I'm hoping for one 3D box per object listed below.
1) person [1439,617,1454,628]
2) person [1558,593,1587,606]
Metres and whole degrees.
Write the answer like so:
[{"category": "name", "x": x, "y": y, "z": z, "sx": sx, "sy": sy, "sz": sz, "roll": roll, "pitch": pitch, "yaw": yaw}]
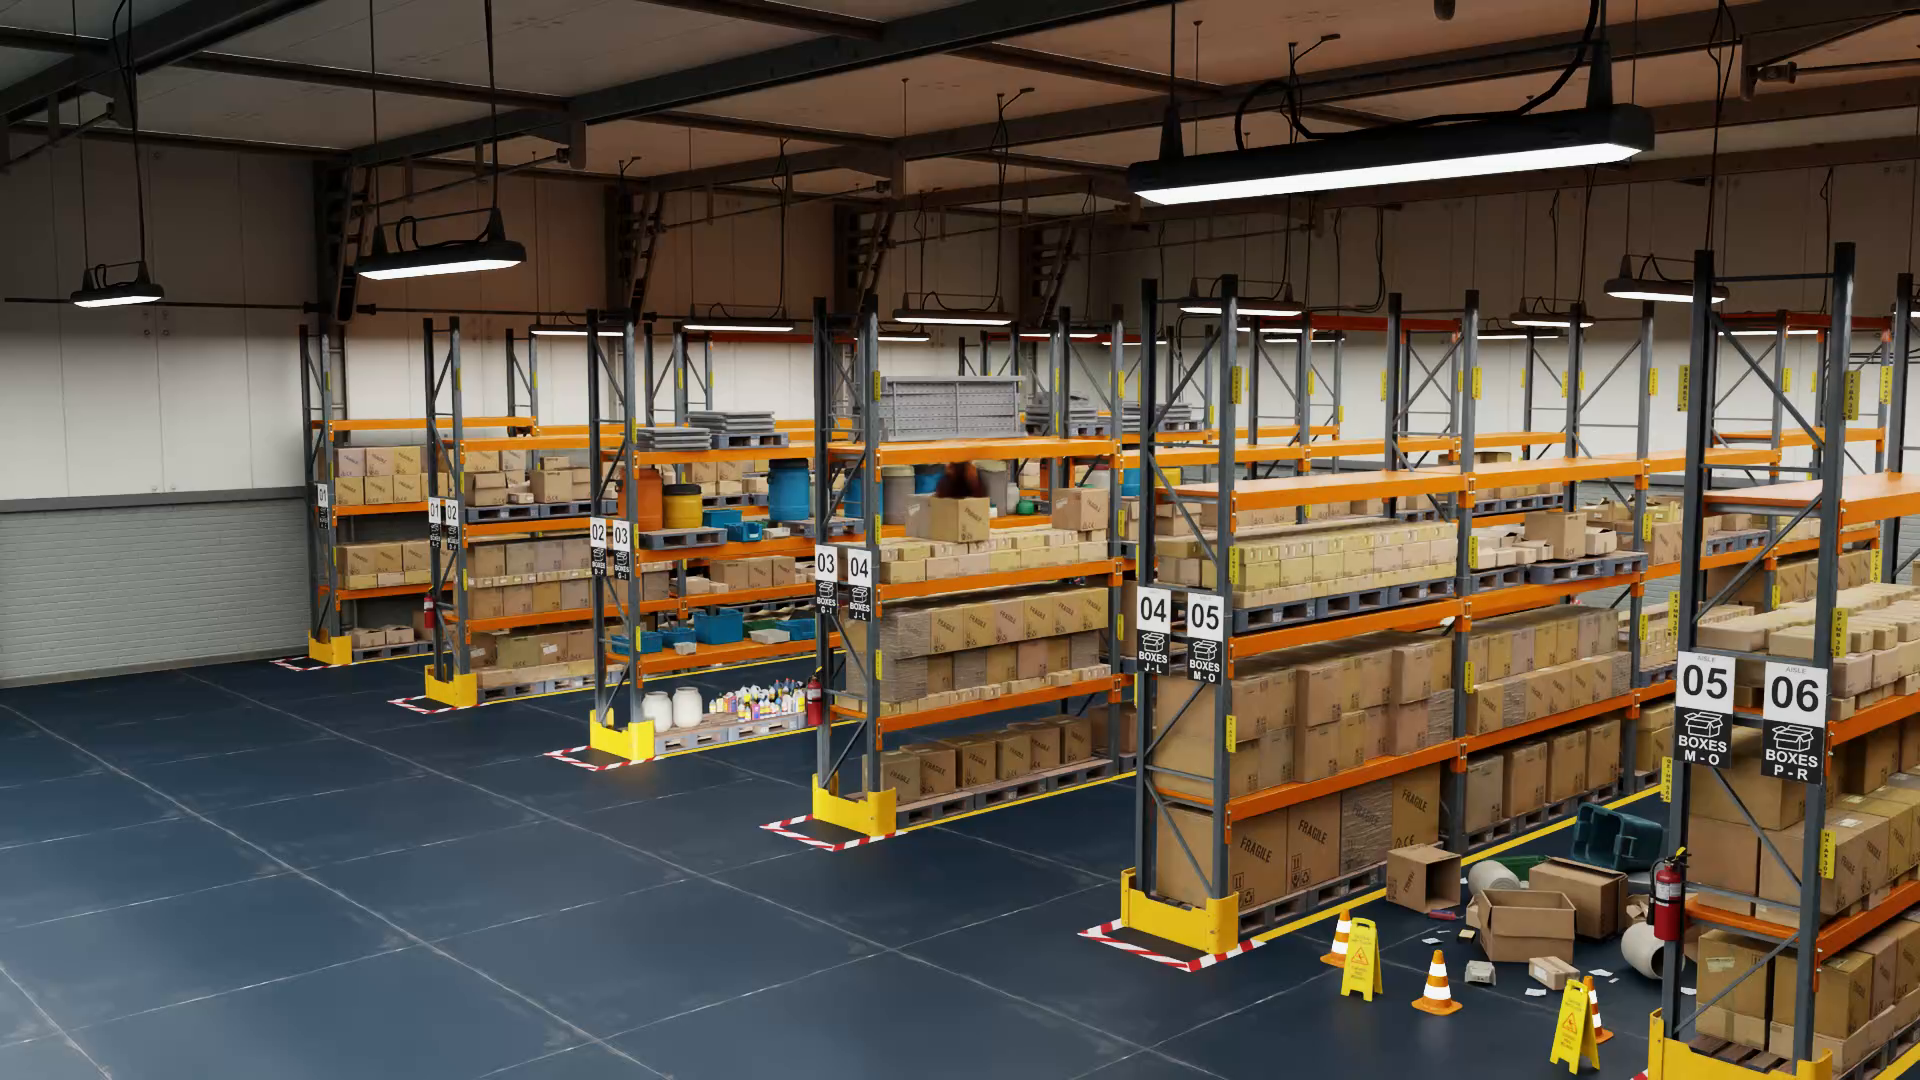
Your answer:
[{"category": "person", "x": 6.852, "y": 1.946, "z": 23.488, "sx": 0.607, "sy": 1.725, "sz": 1.080, "roll": 5, "pitch": 8, "yaw": 42}, {"category": "person", "x": 9.942, "y": 1.593, "z": 27.135, "sx": 0.877, "sy": 1.812, "sz": 0.632, "roll": -5, "pitch": 8, "yaw": -42}]
